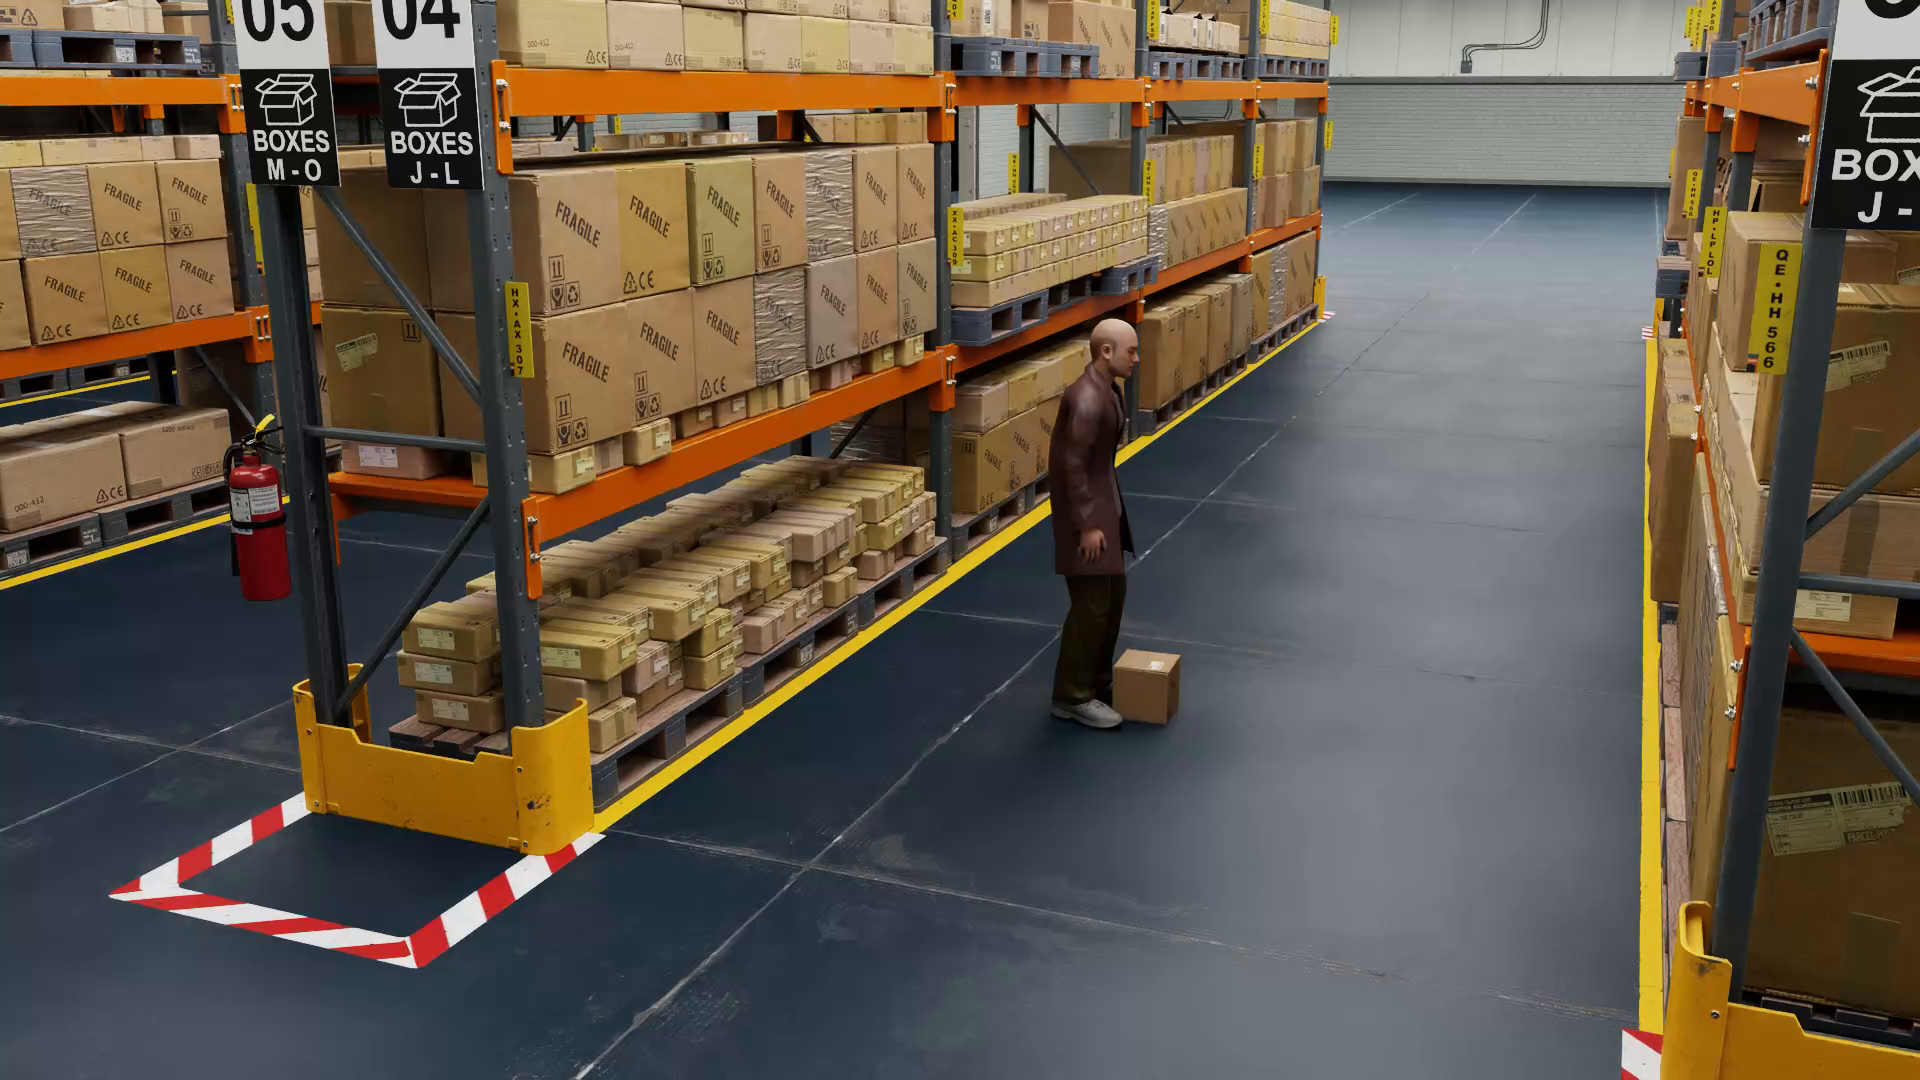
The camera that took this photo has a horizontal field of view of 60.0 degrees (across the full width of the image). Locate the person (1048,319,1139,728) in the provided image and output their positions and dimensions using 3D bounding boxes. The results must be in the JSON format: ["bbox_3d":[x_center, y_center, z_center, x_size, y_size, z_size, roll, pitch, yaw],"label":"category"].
[{"bbox_3d":[0.611,-0.098,7.415,0.429,1.772,0.649,5,16,17],"label":"person"}]
